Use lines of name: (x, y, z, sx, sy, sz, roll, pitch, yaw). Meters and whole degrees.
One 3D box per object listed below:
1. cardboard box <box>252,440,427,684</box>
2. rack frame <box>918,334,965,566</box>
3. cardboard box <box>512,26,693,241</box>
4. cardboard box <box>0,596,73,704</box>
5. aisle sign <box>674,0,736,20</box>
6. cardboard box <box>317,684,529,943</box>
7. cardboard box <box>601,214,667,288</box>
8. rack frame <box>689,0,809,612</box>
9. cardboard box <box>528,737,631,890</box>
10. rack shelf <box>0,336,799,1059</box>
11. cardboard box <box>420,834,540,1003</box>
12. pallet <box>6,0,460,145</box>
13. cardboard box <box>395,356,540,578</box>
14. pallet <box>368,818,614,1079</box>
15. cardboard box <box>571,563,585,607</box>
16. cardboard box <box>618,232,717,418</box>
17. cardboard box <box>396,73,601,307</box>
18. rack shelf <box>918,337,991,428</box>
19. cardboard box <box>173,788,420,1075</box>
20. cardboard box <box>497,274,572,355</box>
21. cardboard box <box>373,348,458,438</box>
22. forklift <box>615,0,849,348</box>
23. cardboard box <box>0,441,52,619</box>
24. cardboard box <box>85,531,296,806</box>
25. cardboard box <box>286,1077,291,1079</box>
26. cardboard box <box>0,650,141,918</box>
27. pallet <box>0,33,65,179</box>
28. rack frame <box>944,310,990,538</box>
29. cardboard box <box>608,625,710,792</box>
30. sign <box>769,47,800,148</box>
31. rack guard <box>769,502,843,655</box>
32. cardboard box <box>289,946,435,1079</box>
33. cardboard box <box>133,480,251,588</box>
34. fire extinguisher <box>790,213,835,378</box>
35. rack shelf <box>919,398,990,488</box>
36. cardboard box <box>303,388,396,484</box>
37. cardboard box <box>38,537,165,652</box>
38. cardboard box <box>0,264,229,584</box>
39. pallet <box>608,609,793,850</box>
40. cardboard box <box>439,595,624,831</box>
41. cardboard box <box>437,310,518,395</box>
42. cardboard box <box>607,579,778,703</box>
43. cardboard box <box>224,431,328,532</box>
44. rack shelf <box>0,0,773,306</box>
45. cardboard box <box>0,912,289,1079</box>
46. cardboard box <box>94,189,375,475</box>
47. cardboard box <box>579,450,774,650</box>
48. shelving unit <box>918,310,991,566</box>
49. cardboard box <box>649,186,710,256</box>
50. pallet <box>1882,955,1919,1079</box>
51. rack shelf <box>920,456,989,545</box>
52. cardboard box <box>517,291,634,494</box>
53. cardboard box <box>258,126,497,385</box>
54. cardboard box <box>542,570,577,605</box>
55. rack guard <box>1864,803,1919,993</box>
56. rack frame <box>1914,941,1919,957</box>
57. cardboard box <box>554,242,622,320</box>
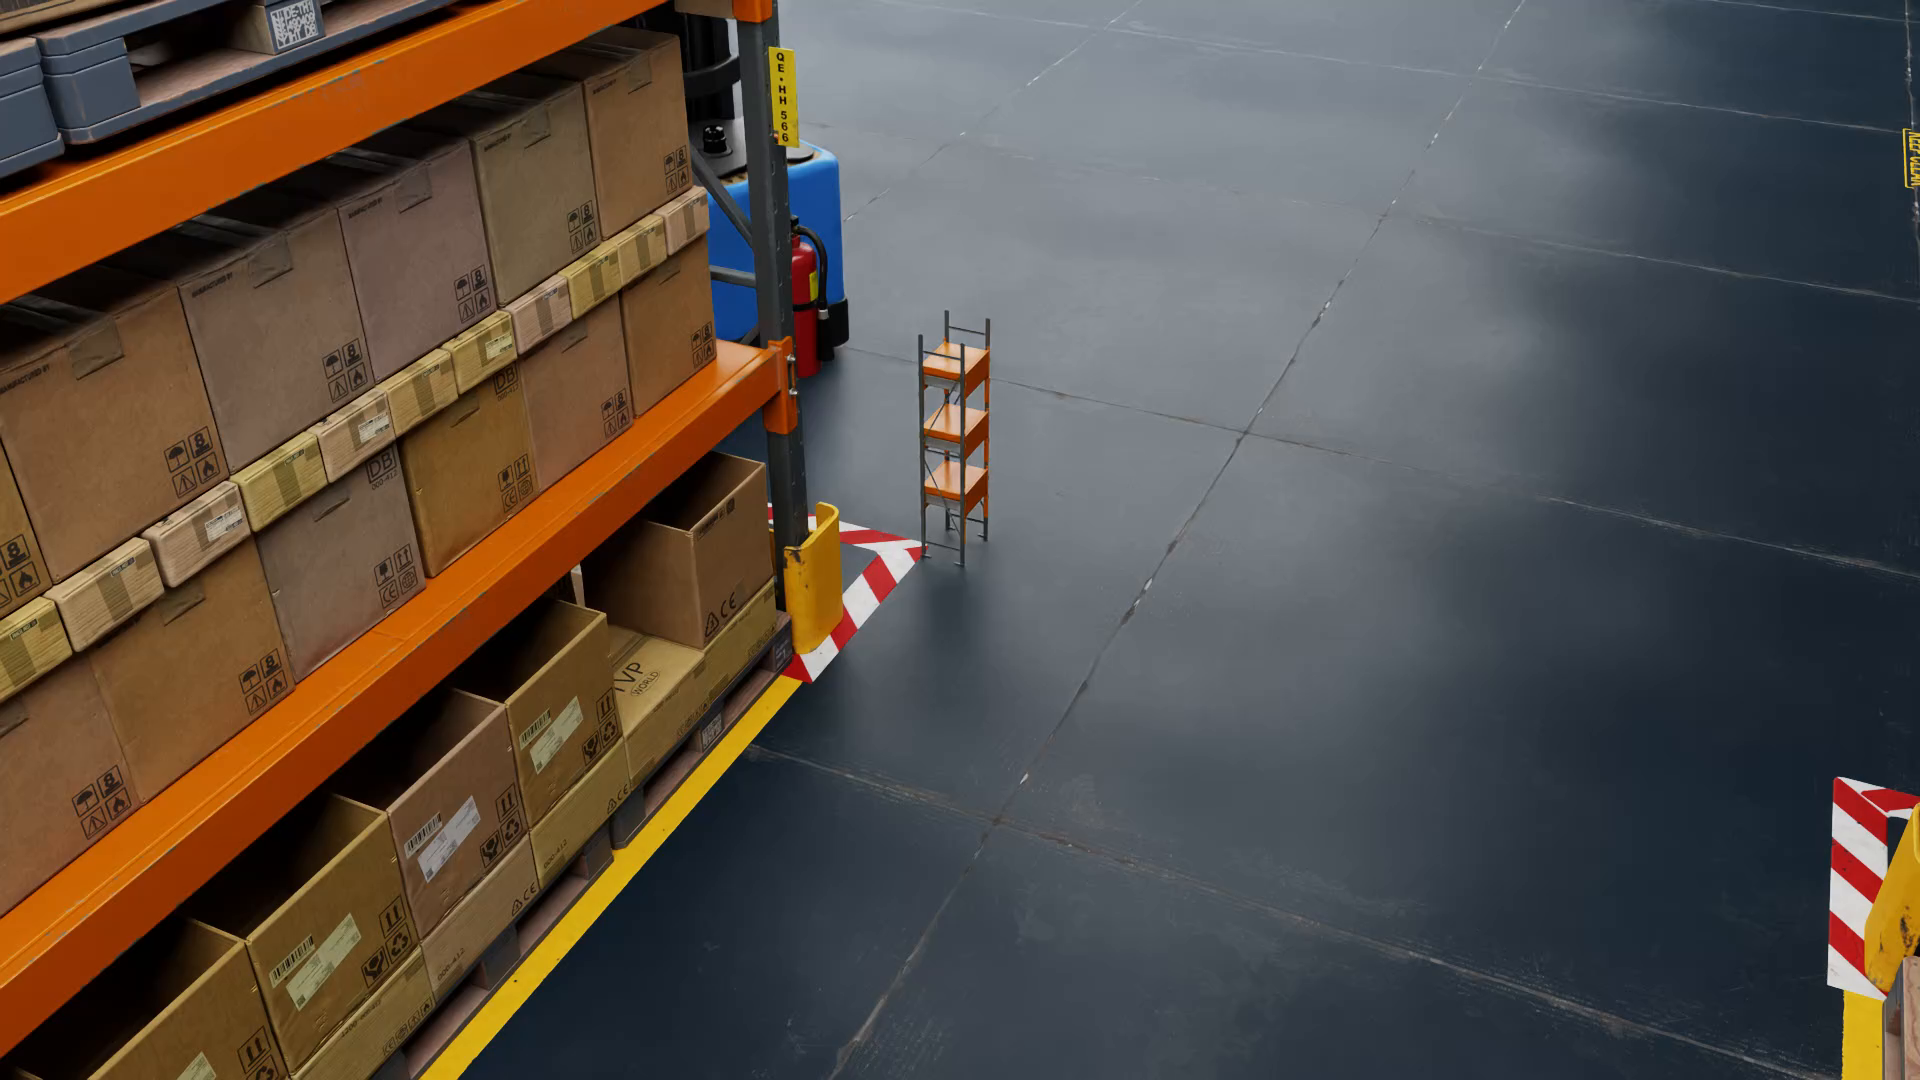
cardboard box: (-1.919, -0.039, 4.482, 0.700, 0.500, 0.500, 15, 36, 22)
rack frame: (-0.073, -0.352, 6.829, 0.200, 1.050, 0.008, 14, 36, 20)
cardboard box: (-1.296, -1.326, 5.263, 0.700, 0.500, 0.500, 14, 36, 21)
cardboard box: (-2.132, 0.207, 3.516, 0.380, 0.149, 0.250, 14, 36, 20)
aisle sign: (-0.772, -2.050, 5.271, 0.394, 0.787, 0.004, 14, 36, 20)
cardboard box: (-1.636, 0.748, 4.814, 0.500, 0.500, 0.500, 14, 36, 20)
cardboard box: (-1.162, -0.946, 5.275, 0.380, 0.149, 0.250, 15, 36, 22)
rack frame: (-1.066, -0.998, 6.036, 1.000, 3.000, 0.127, 14, 36, 20)
cardboard box: (-1.428, 0.812, 5.400, 0.500, 0.250, 0.500, 14, 36, 20)
rack shelf: (-1.903, 0.299, 4.715, 1.077, 0.370, 4.000, 14, 36, 20)
cardboard box: (-1.639, 1.061, 5.021, 0.500, 0.250, 0.500, 14, 36, 20)
pallet: (-1.895, -1.259, 3.780, 1.003, 0.211, 1.213, 14, 36, 20)
cardboard box: (-1.702, -0.302, 4.883, 0.700, 0.500, 0.500, 14, 36, 21)
pallet: (-1.860, 1.164, 5.282, 1.003, 0.211, 1.213, 14, 36, 20)
cardboard box: (-1.493, 0.192, 6.346, 0.500, 0.250, 0.500, 14, 36, 20)
cardboard box: (-1.273, -0.810, 5.659, 0.700, 0.500, 0.500, 14, 36, 20)
cardboard box: (-1.511, -1.063, 4.862, 0.700, 0.500, 0.500, 13, 36, 19)
rack shelf: (-0.022, -0.641, 6.772, 0.215, 0.259, 0.240, 14, 36, 20)
cardboard box: (-1.843, 0.998, 4.434, 0.500, 0.500, 0.500, 14, 36, 20)
cardboard box: (-1.376, -0.694, 4.890, 0.380, 0.149, 0.250, 15, 36, 21)
cardboard box: (-1.594, -0.432, 4.490, 0.380, 0.149, 0.250, 15, 36, 22)
forklift: (-1.944, -2.645, 8.611, 1.130, 2.935, 3.031, -26, 42, -34)
cardboard box: (-2.350, -0.064, 3.339, 0.700, 0.500, 0.500, 14, 36, 20)
cardboard box: (-2.132, 0.217, 4.093, 0.700, 0.500, 0.500, 15, 36, 21)
cardboard box: (-2.057, 1.559, 4.261, 0.500, 0.250, 0.500, 14, 36, 20)
cardboard box: (-2.345, 0.466, 3.713, 0.700, 0.500, 0.500, 14, 36, 20)
pallet: (-2.407, -0.654, 2.857, 1.003, 0.211, 1.213, 14, 36, 20)
rack frame: (0.029, -0.473, 7.014, 0.200, 1.050, 0.008, 14, 36, 20)
cardboard box: (-1.221, 0.563, 5.781, 0.500, 0.250, 0.500, 14, 36, 20)
sign: (-0.579, -1.450, 5.454, 0.100, 0.325, 0.005, 14, 36, 20)
rack guard: (-1.056, 0.035, 6.740, 1.175, 0.500, 0.348, 14, 36, 20)
cardboard box: (-1.843, 1.311, 4.639, 0.500, 0.250, 0.500, 14, 36, 20)
cardboard box: (-1.916, -0.051, 3.909, 0.380, 0.149, 0.250, 13, 35, 19)
fire extinguisher: (-0.595, -0.918, 5.985, 0.296, 0.674, 0.183, 14, 36, 20)
rack shelf: (-0.022, -0.404, 6.927, 0.215, 0.259, 0.240, 14, 36, 20)
cardboard box: (-1.700, -0.304, 4.295, 0.380, 0.149, 0.250, 14, 36, 20)
cardboard box: (-2.025, 0.083, 3.706, 0.380, 0.149, 0.250, 13, 35, 19)
cardboard box: (-2.140, -0.314, 3.719, 0.700, 0.500, 0.500, 14, 36, 20)
pallet: (-1.348, 0.559, 6.205, 1.003, 0.211, 1.213, 14, 36, 20)
cardboard box: (-1.426, 0.499, 5.193, 0.500, 0.500, 0.500, 14, 36, 20)
cardboard box: (-1.485, -0.563, 4.691, 0.380, 0.149, 0.250, 15, 36, 22)
cardboard box: (-1.022, 0.311, 6.164, 0.500, 0.250, 0.500, 14, 36, 20)
cardboard box: (-1.807, -0.181, 4.107, 0.380, 0.149, 0.250, 14, 36, 20)
rack shelf: (-1.903, -0.955, 3.892, 1.077, 0.370, 4.000, 14, 36, 20)
cardboard box: (-2.060, 1.245, 4.057, 0.500, 0.500, 0.500, 14, 36, 20)
cardboard box: (-1.930, -0.562, 4.098, 0.700, 0.500, 0.500, 14, 36, 21)
cardboard box: (-1.021, -0.002, 5.958, 0.500, 0.500, 0.500, 14, 36, 20)
shelving unit: (-0.022, -0.413, 6.922, 0.215, 1.050, 0.252, 14, 36, 20)
cardboard box: (-1.053, -1.077, 5.474, 0.380, 0.149, 0.250, 14, 36, 20)
pallet: (3.031, 1.737, 4.408, 1.003, 0.211, 1.213, 14, 36, 20)
rack shelf: (-0.022, -0.171, 7.080, 0.215, 0.259, 0.240, 14, 36, 20)
cardboard box: (-1.489, -0.548, 5.258, 0.700, 0.500, 0.500, 15, 36, 22)
cardboard box: (-1.721, -0.812, 4.478, 0.700, 0.500, 0.500, 14, 36, 21)
cardboard box: (-1.700, 0.128, 5.760, 0.500, 0.500, 0.500, 14, 36, 20)
rack guard: (3.403, 1.220, 4.934, 1.175, 0.500, 0.348, 14, 36, 20)
rack frame: (3.434, 0.137, 4.306, 1.000, 3.000, 0.127, 14, 36, 20)
cardboard box: (-1.268, -0.819, 5.081, 0.380, 0.149, 0.250, 14, 36, 20)
